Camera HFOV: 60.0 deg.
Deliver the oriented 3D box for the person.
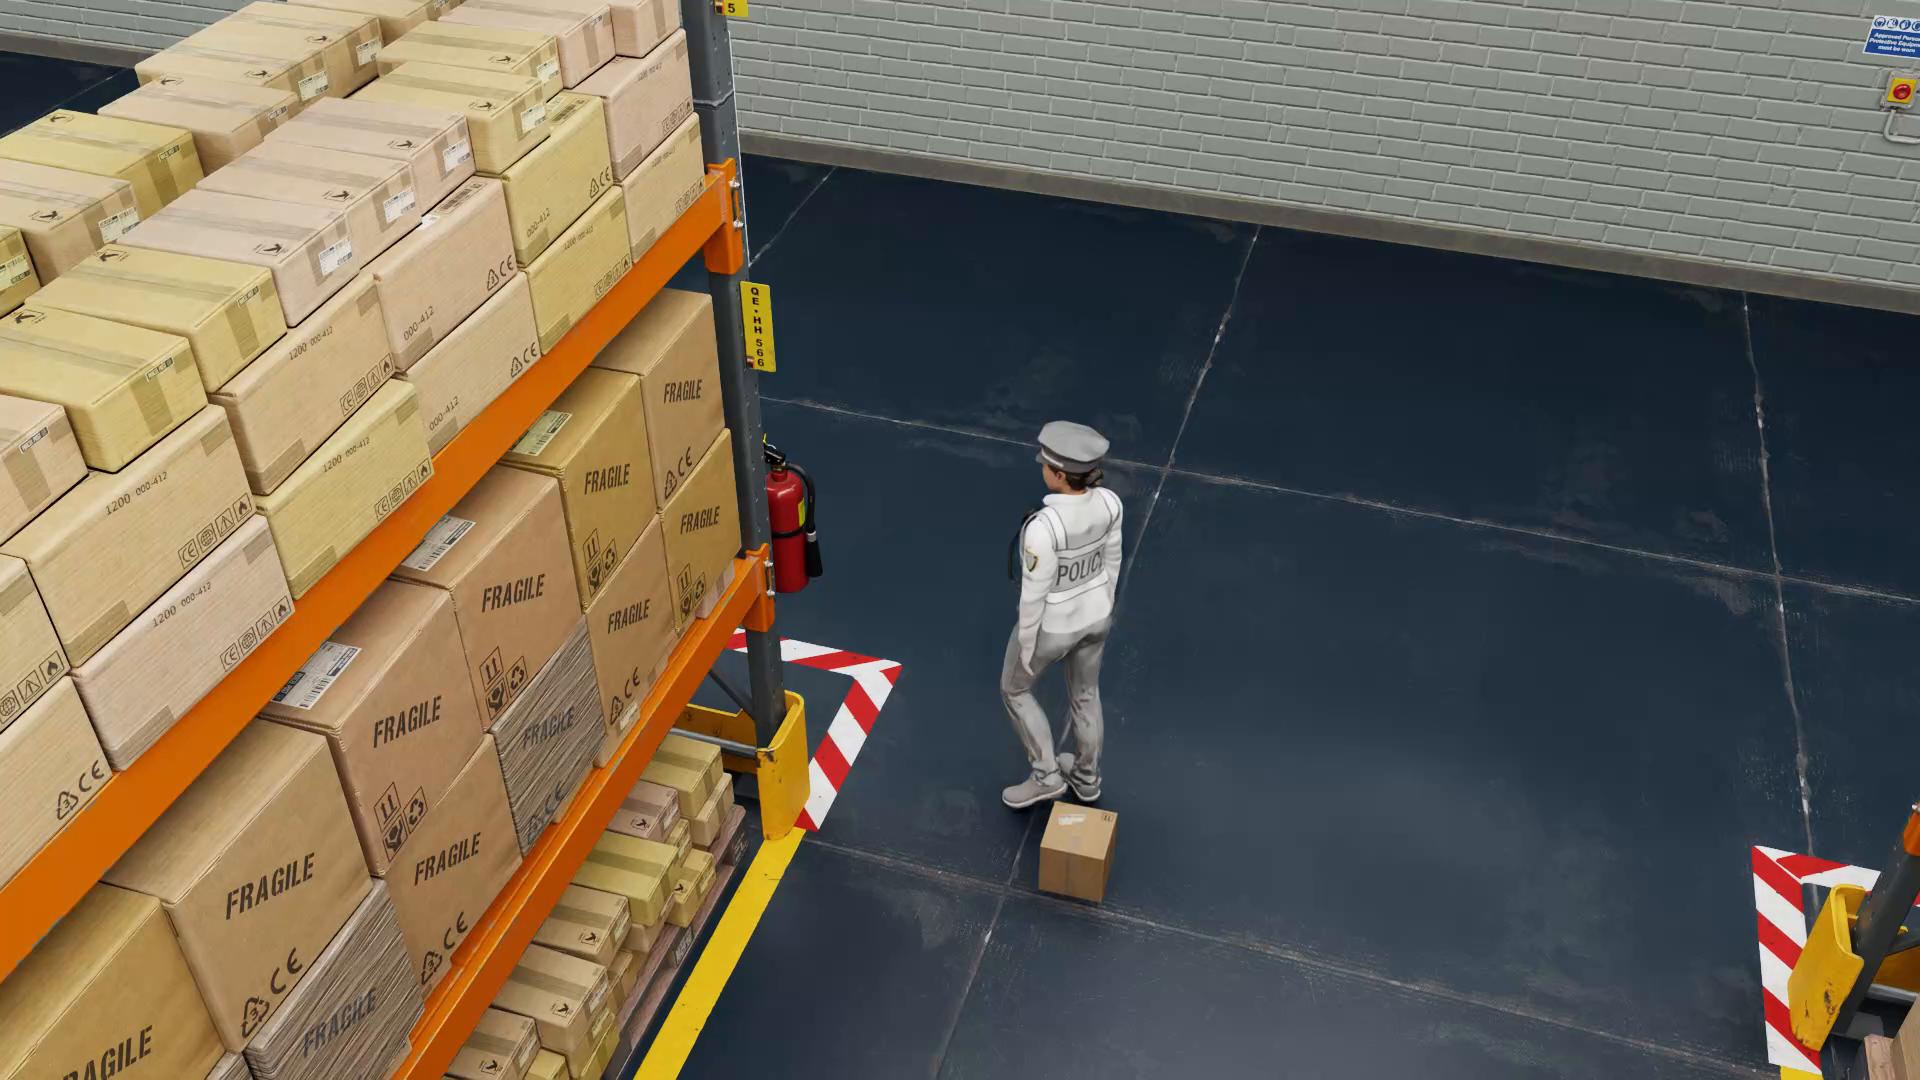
[{"bbox_3d":[0.410,0.333,6.424,0.549,1.659,0.418,-23,43,-27],"label":"person"}]
